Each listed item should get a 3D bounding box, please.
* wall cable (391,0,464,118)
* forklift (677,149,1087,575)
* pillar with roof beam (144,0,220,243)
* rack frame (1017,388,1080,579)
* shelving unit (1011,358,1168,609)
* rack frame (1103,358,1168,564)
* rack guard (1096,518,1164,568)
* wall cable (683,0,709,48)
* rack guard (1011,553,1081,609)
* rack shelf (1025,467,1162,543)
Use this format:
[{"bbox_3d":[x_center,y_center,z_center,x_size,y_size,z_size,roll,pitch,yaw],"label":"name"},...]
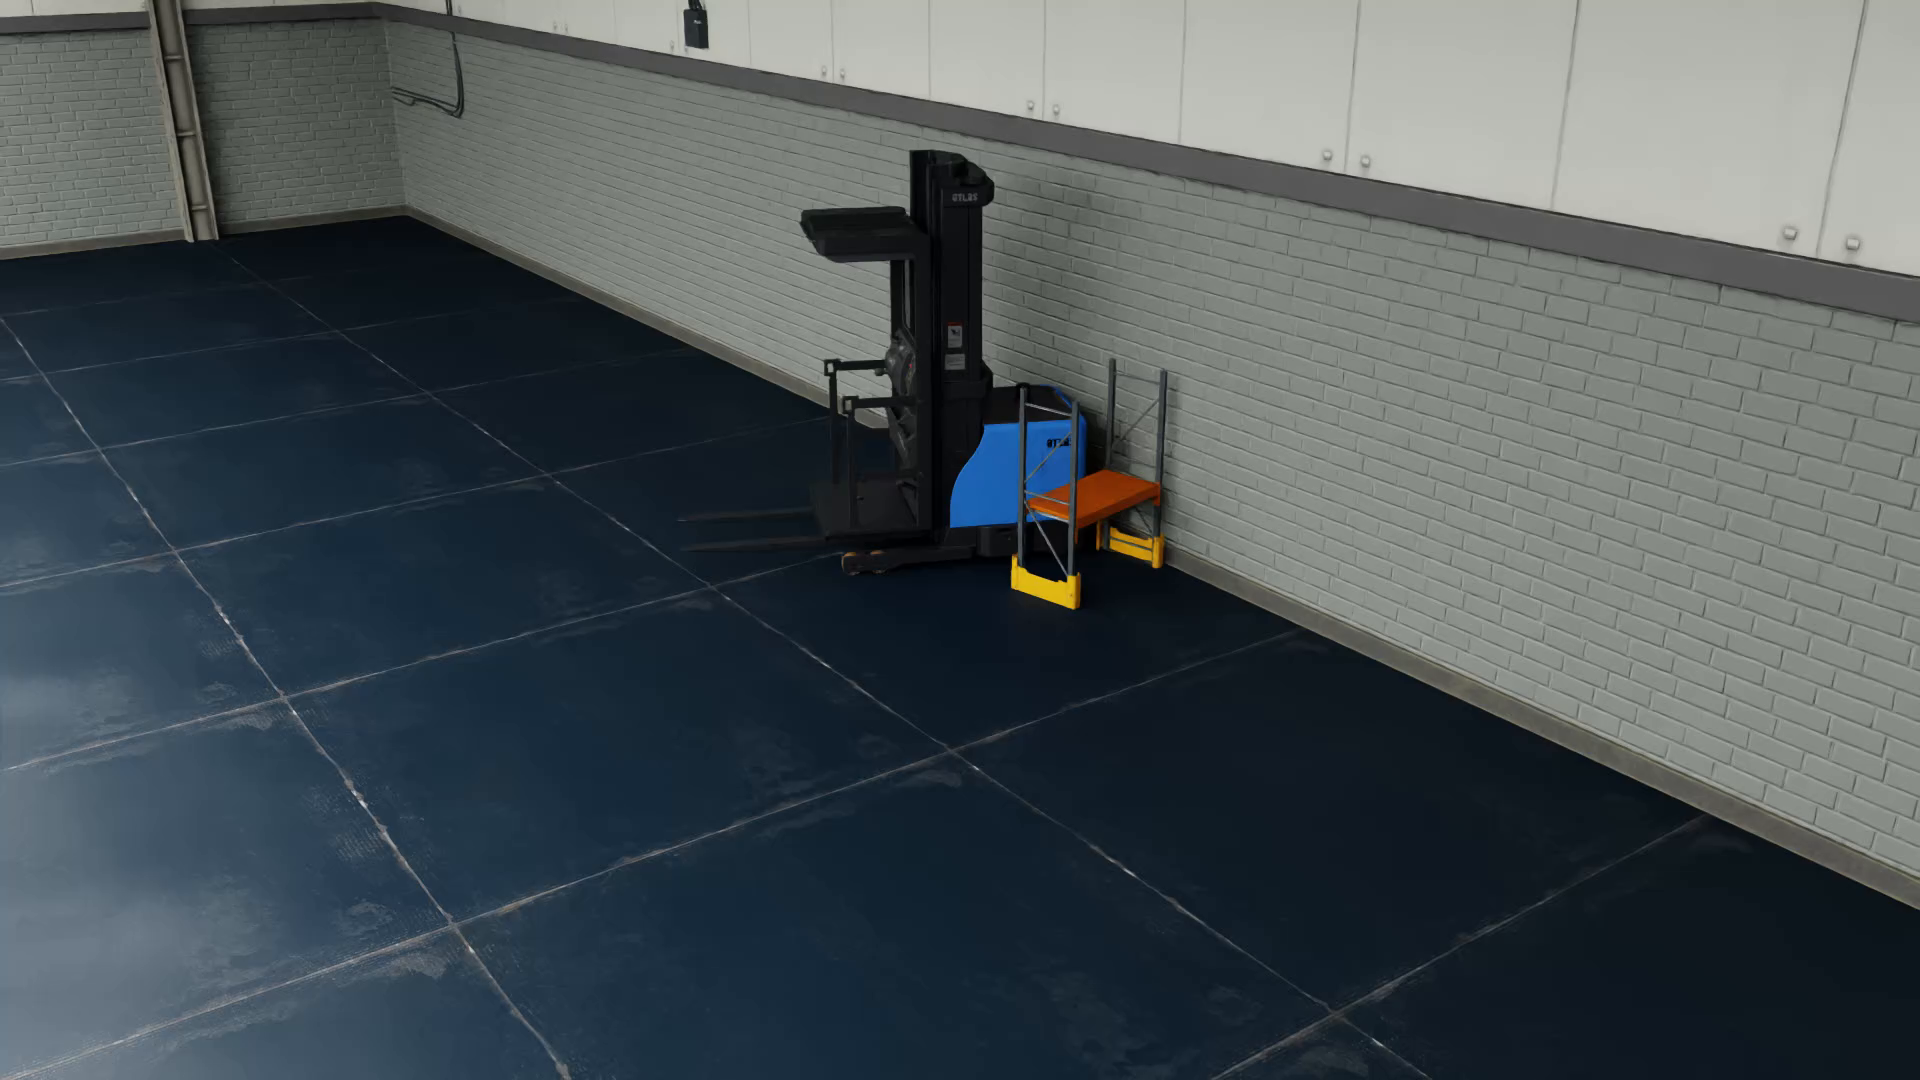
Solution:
[{"bbox_3d":[-7.588,-7.247,23.105,0.112,2.526,3.097,-15,26,-33],"label":"wall cable"},{"bbox_3d":[-0.616,-1.315,12.236,3.031,2.935,1.130,-4,22,-11],"label":"forklift"},{"bbox_3d":[-8.238,-7.154,18.682,0.400,9.000,9.100,-15,26,-33],"label":"pillar with roof beam"},{"bbox_3d":[0.609,-0.291,11.601,0.500,1.500,0.032,18,28,38],"label":"rack frame"},{"bbox_3d":[0.942,-0.428,11.946,0.587,1.500,1.083,18,28,38],"label":"shelving unit"},{"bbox_3d":[1.288,-0.571,12.304,0.500,1.500,0.032,18,28,38],"label":"rack frame"},{"bbox_3d":[1.275,0.015,12.522,0.587,0.250,0.087,18,28,38],"label":"rack guard"},{"bbox_3d":[-2.057,-7.409,14.733,0.169,6.003,2.305,-15,26,-33],"label":"wall cable"},{"bbox_3d":[0.610,0.289,11.834,0.587,0.250,0.087,18,28,38],"label":"rack guard"},{"bbox_3d":[0.948,-0.264,12.019,0.538,0.185,1.000,18,28,38],"label":"rack shelf"}]
